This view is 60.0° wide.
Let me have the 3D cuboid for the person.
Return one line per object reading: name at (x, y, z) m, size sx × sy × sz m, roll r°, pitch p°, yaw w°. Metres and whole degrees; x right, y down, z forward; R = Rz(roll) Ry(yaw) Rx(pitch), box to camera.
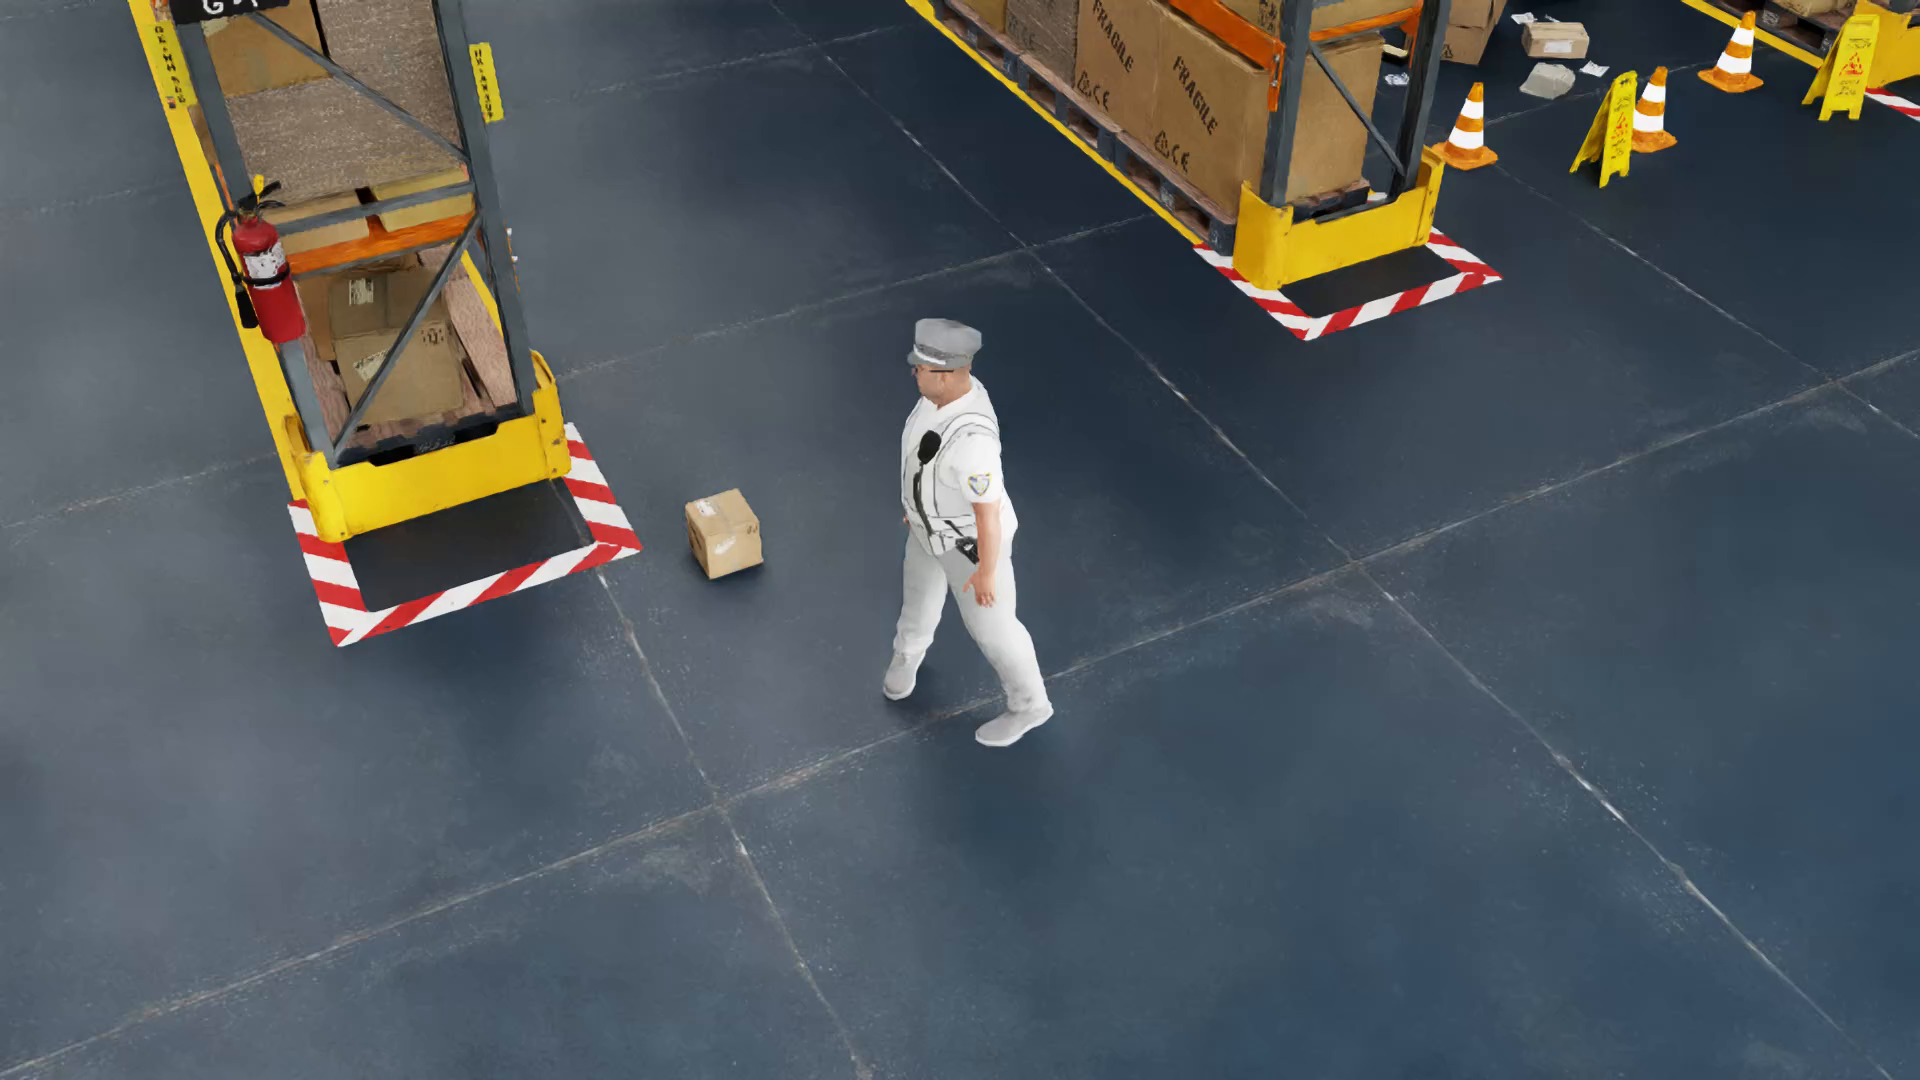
person at (-0.001, -0.017, 6.188) m, size 0.591 × 1.755 × 0.634 m, roll -13°, pitch 43°, yaw -14°
